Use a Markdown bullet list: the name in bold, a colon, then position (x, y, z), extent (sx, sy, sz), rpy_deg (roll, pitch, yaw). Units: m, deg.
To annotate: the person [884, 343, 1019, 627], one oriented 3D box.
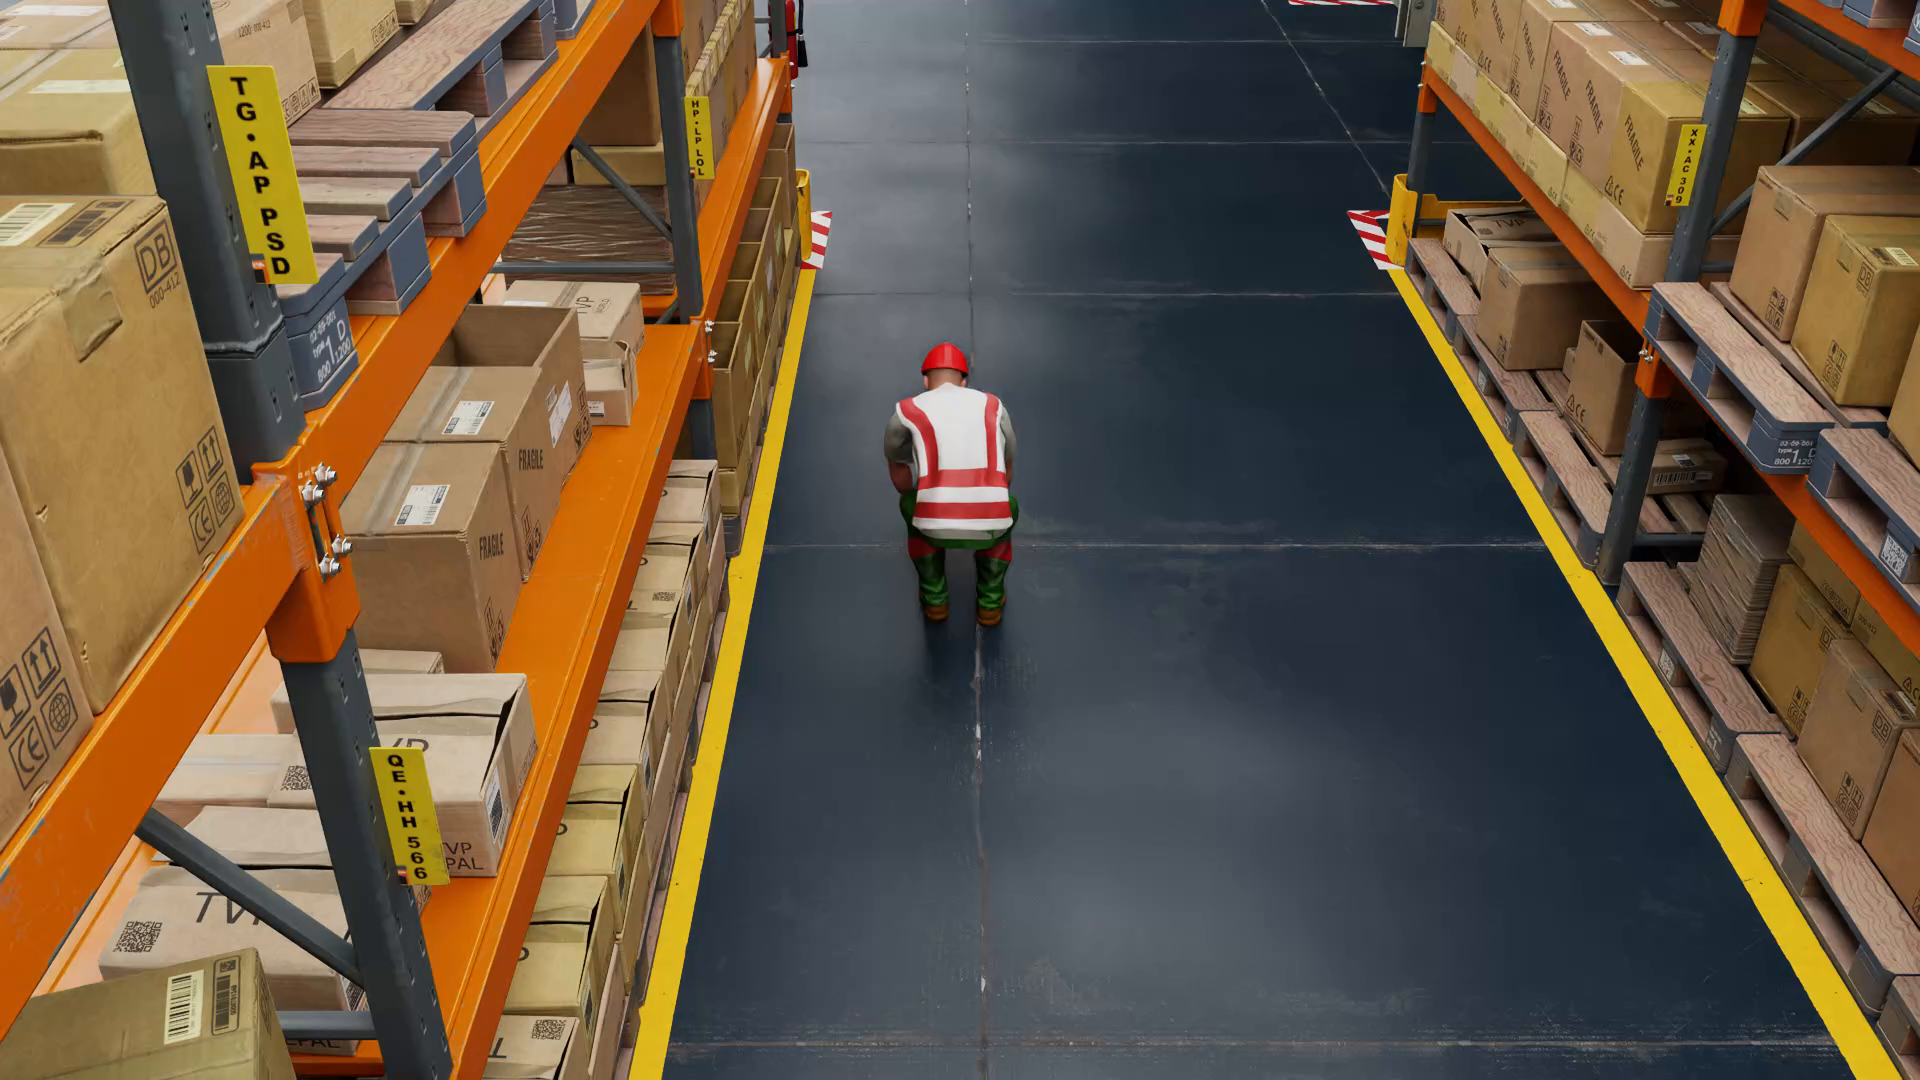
- **person**: position (-0.036, -0.208, 7.127), extent (0.580, 1.093, 0.858), rpy_deg (0, 31, 0)
